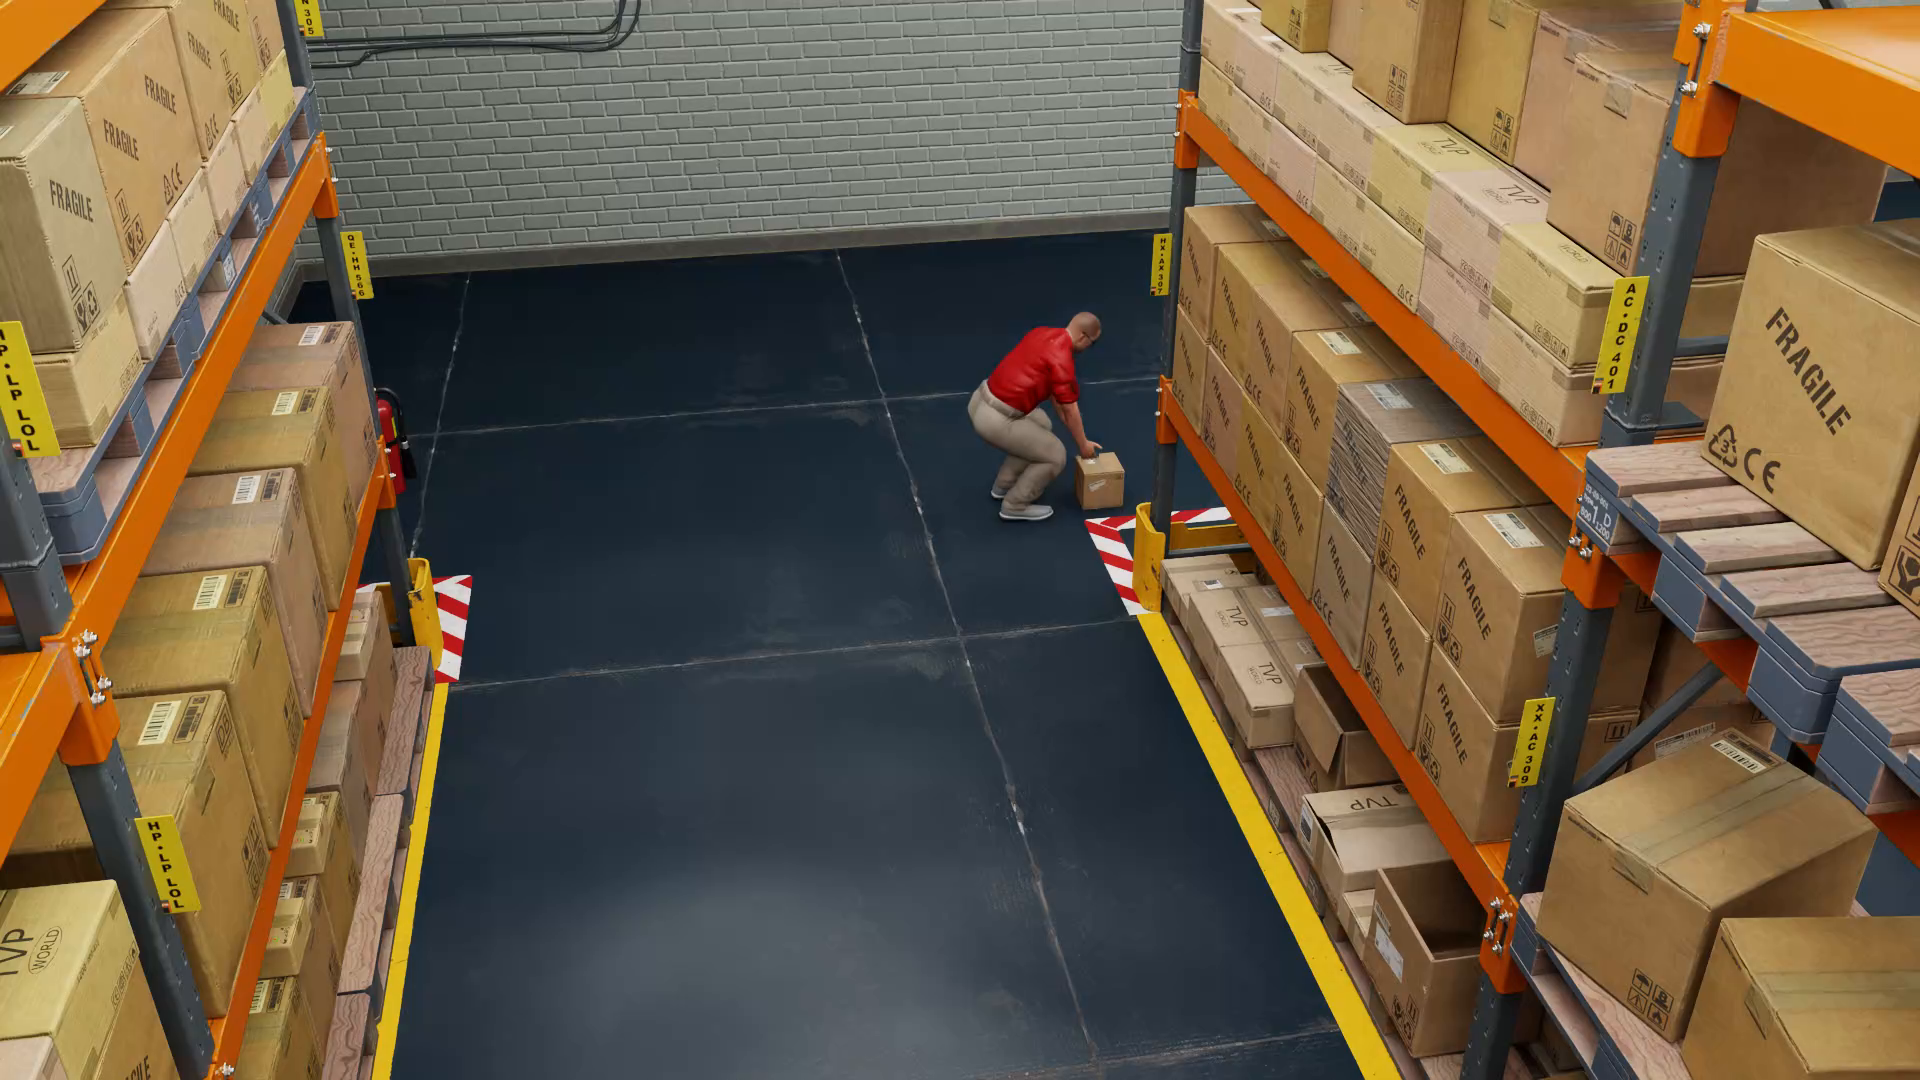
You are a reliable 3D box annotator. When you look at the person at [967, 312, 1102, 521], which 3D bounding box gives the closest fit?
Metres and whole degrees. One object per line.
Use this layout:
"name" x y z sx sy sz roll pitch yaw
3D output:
"person" 0.441 -0.763 9.948 0.794 1.228 0.583 -5 31 -9
